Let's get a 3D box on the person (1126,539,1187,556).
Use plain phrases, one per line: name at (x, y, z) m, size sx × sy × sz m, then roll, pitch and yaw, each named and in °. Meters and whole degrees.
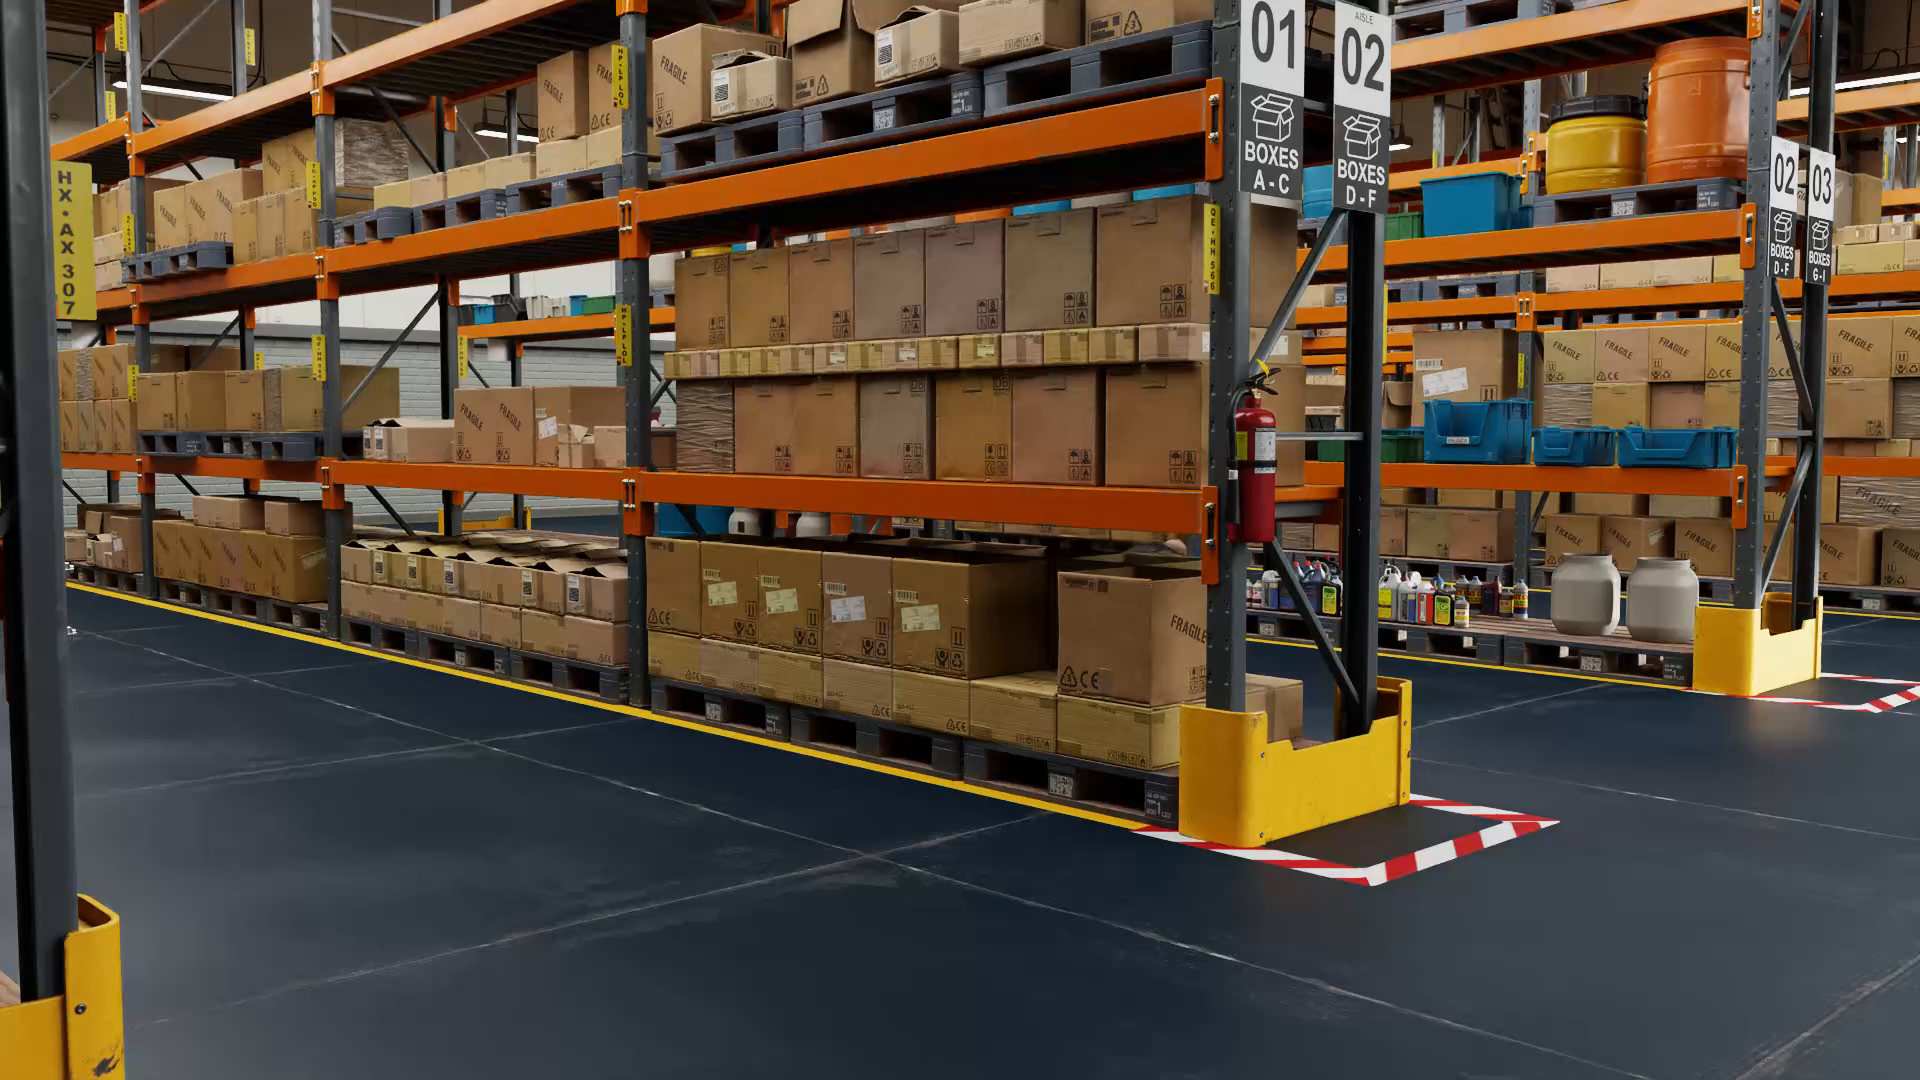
person at (1.258, 0.430, 11.236) m, size 0.897 × 0.826 × 0.520 m, roll -4°, pitch 5°, yaw -44°
